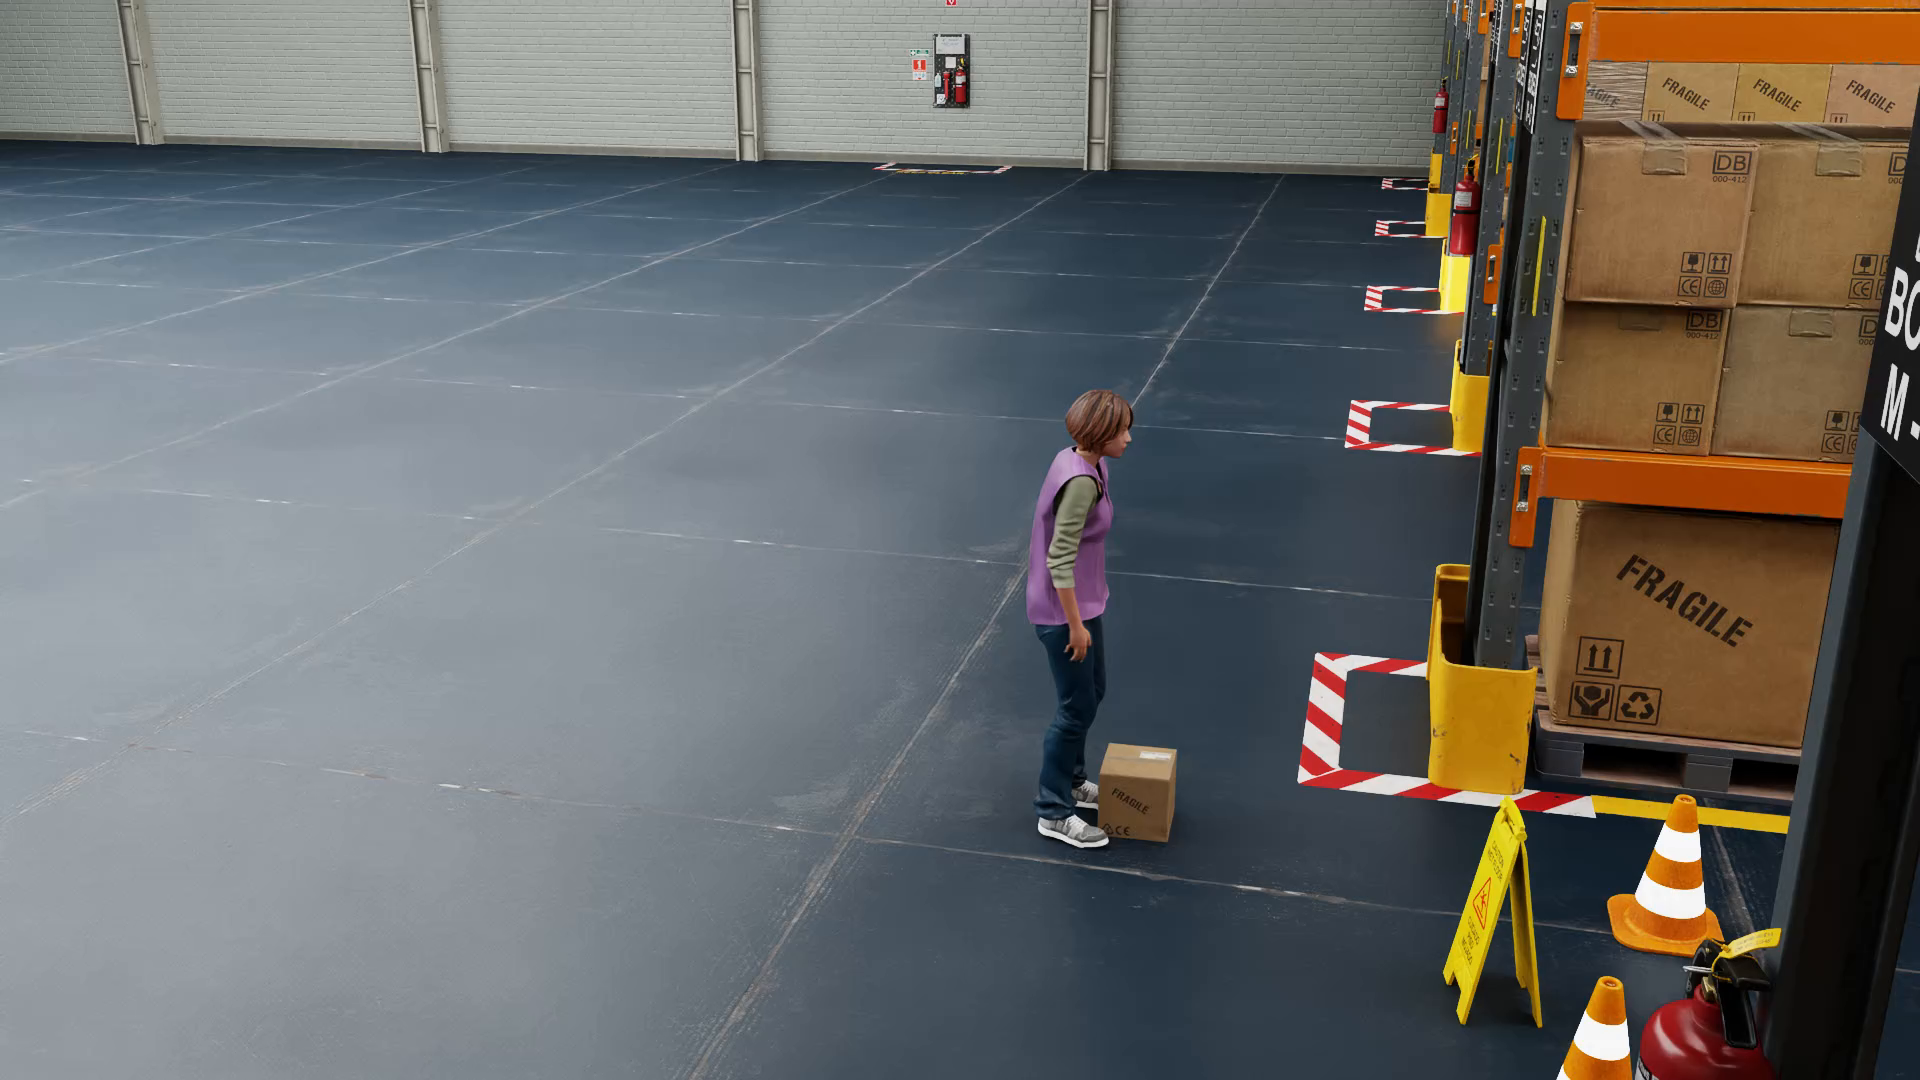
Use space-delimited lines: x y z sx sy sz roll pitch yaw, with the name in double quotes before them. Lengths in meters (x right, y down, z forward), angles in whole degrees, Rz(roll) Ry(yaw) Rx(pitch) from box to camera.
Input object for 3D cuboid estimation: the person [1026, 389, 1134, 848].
"person" 0.406 0.256 5.817 0.345 1.591 0.478 3 19 10
